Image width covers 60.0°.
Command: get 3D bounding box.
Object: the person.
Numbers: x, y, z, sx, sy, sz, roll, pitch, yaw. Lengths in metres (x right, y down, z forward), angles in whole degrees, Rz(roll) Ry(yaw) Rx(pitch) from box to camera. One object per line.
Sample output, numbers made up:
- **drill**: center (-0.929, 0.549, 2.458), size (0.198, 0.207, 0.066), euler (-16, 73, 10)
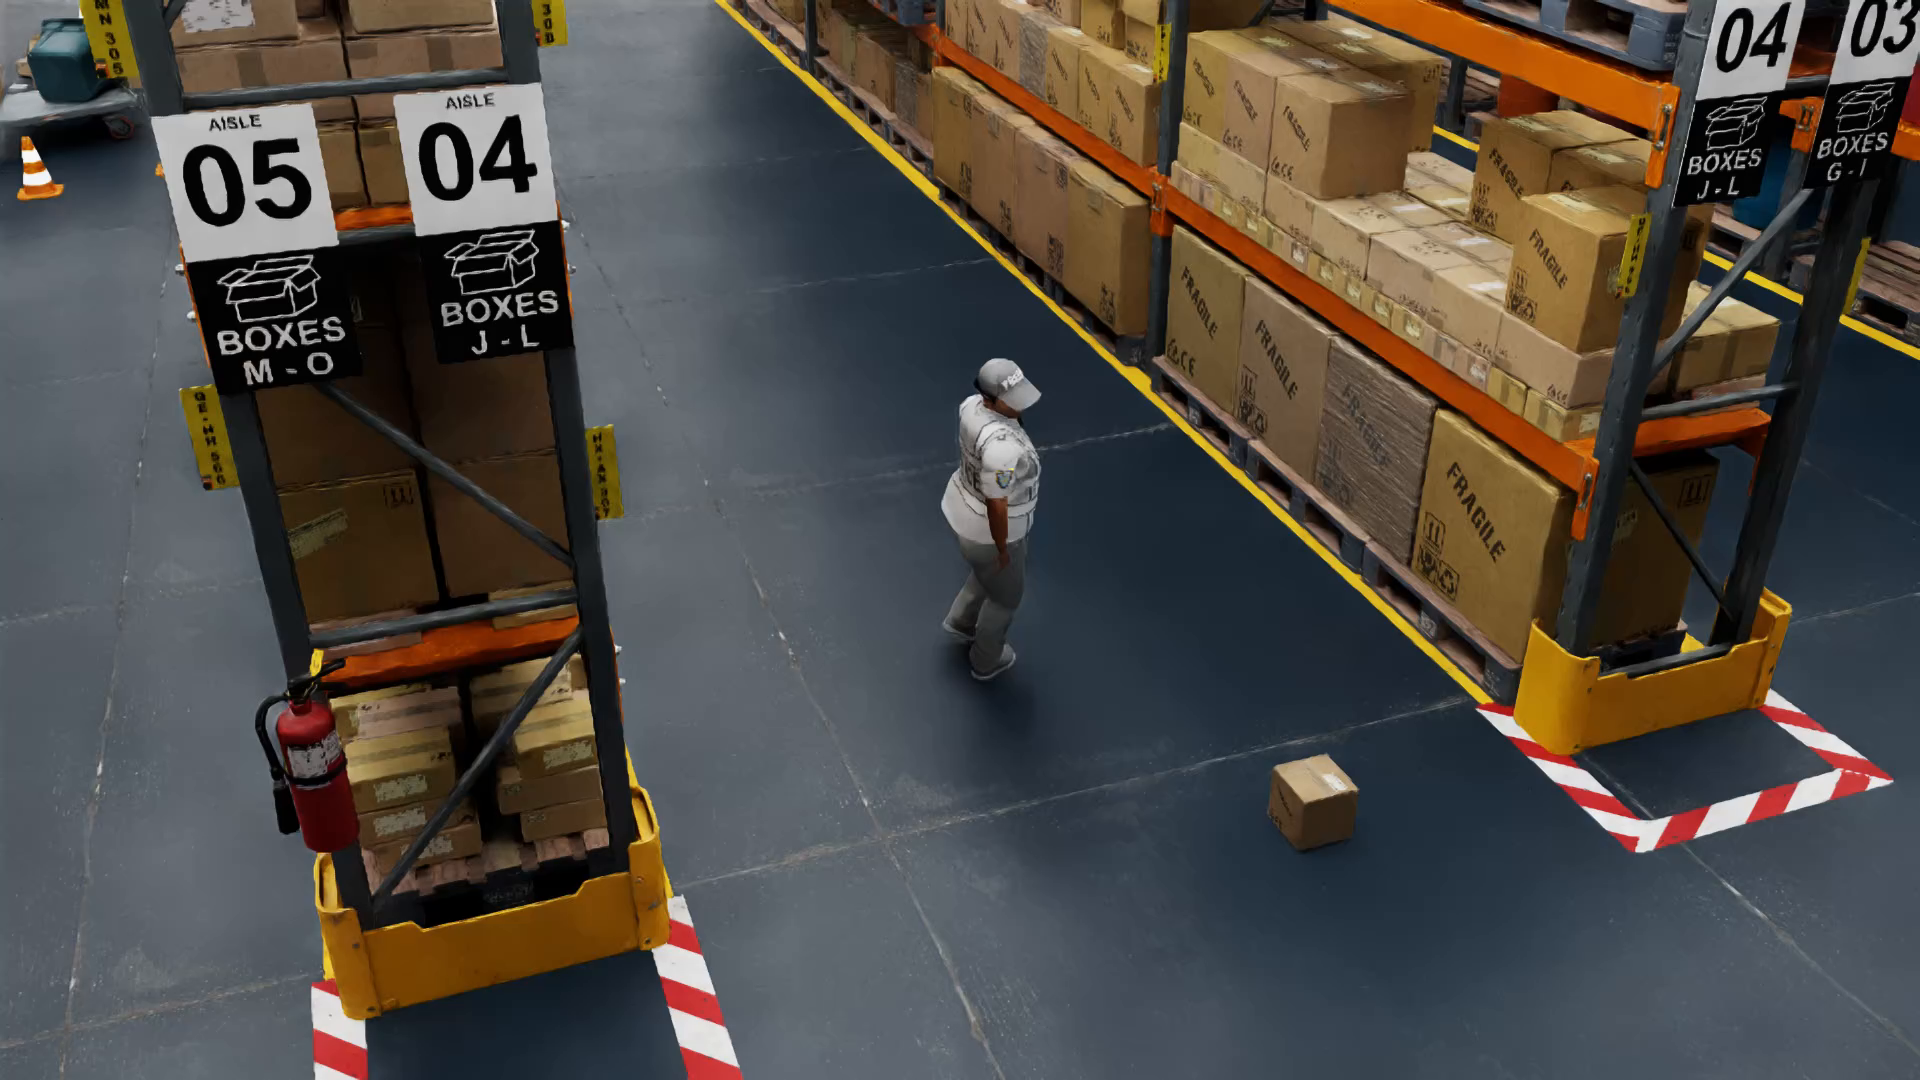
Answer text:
- **person**: center (0.149, -0.095, 7.310), size (0.431, 1.656, 0.660), euler (-10, 32, -17)
